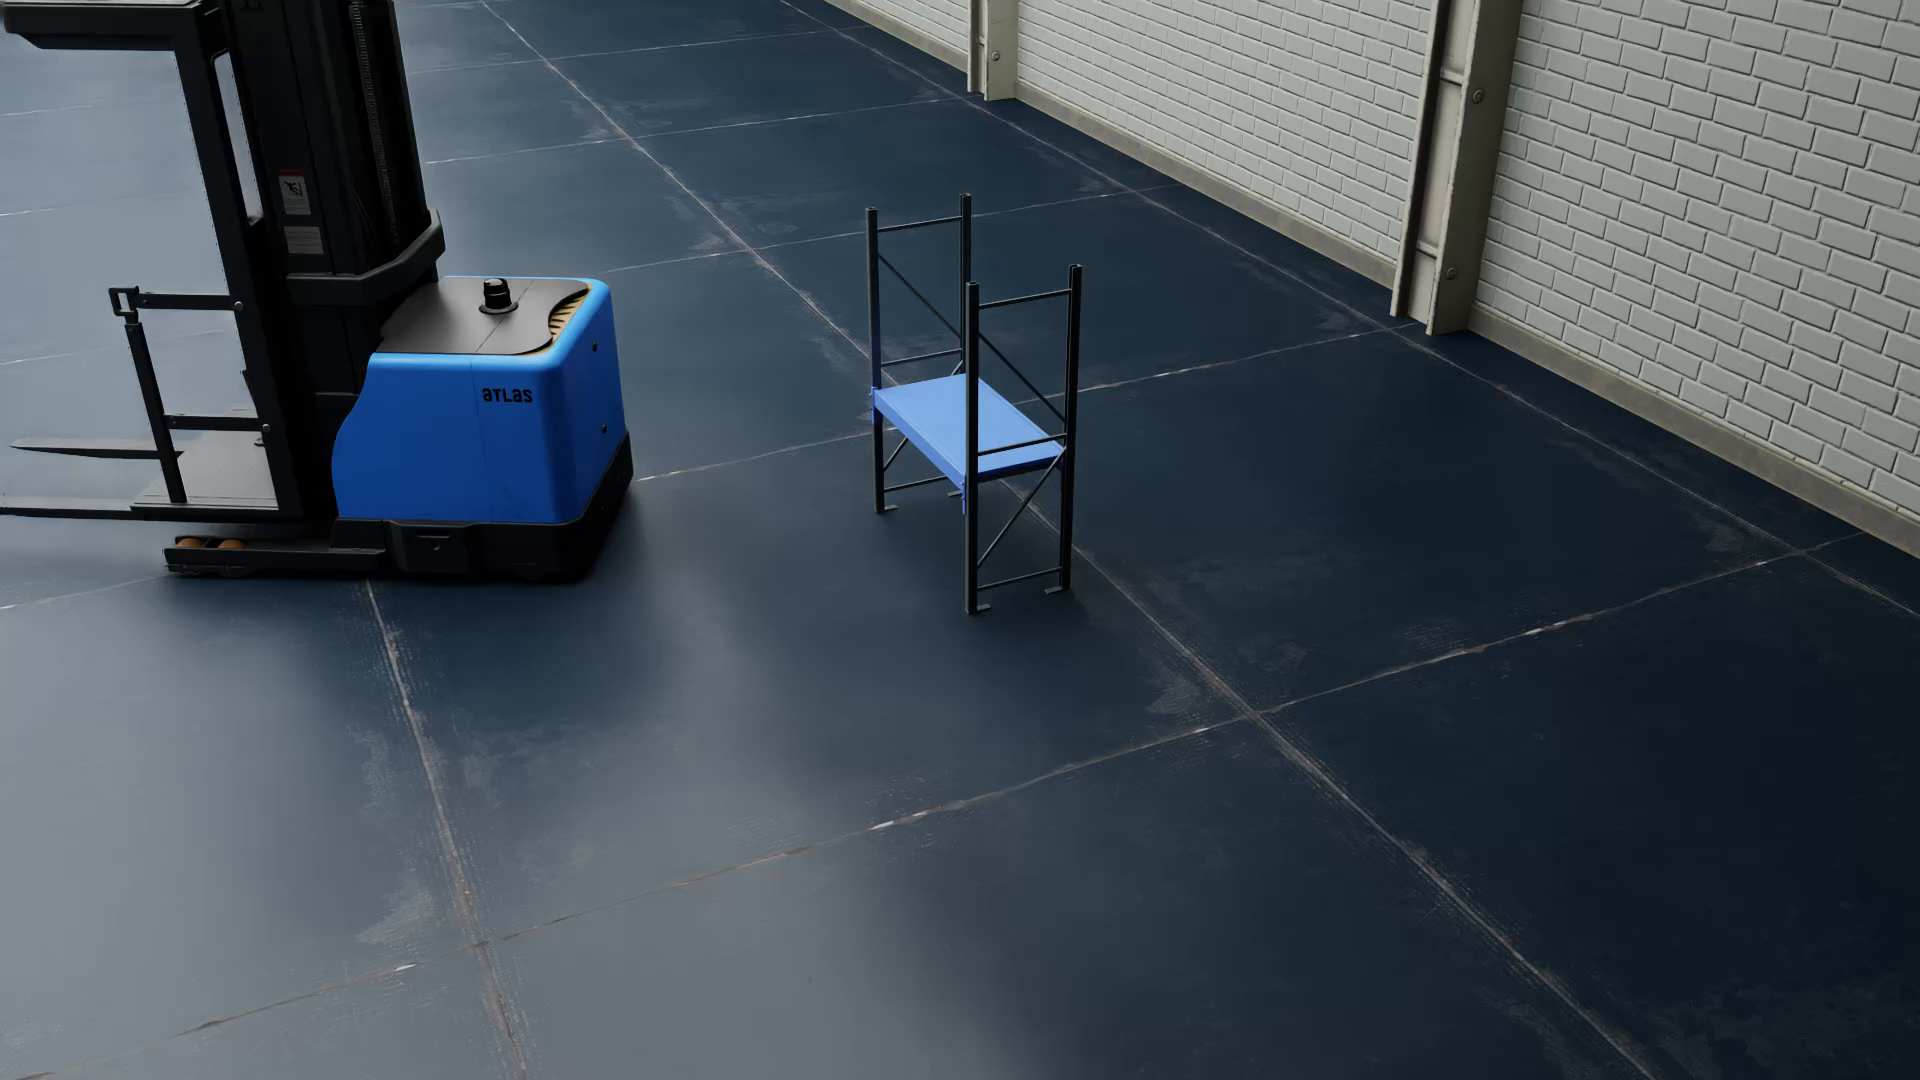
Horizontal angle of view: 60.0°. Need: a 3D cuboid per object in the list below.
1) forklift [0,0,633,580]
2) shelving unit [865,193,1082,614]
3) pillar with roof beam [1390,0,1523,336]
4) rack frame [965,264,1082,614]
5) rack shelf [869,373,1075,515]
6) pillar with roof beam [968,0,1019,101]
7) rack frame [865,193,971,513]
[{"bbox_3d":[-3.142,-1.367,7.191,3.031,2.935,1.130,2,29,3],"label":"forklift"},{"bbox_3d":[0.037,-0.616,7.316,0.538,1.500,1.048,-13,32,-22],"label":"shelving unit"},{"bbox_3d":[-1.022,-4.359,6.324,9.100,9.000,0.400,-13,32,-22],"label":"pillar with roof beam"},{"bbox_3d":[0.255,-0.392,6.916,0.500,1.500,0.032,-13,32,-22],"label":"rack frame"},{"bbox_3d":[0.037,-0.460,7.404,0.538,0.185,1.000,-13,32,-22],"label":"rack shelf"},{"bbox_3d":[-3.598,-7.010,11.050,9.100,9.000,0.400,-13,32,-22],"label":"pillar with roof beam"},{"bbox_3d":[-0.182,-0.841,7.716,0.500,1.500,0.032,-13,32,-22],"label":"rack frame"}]
